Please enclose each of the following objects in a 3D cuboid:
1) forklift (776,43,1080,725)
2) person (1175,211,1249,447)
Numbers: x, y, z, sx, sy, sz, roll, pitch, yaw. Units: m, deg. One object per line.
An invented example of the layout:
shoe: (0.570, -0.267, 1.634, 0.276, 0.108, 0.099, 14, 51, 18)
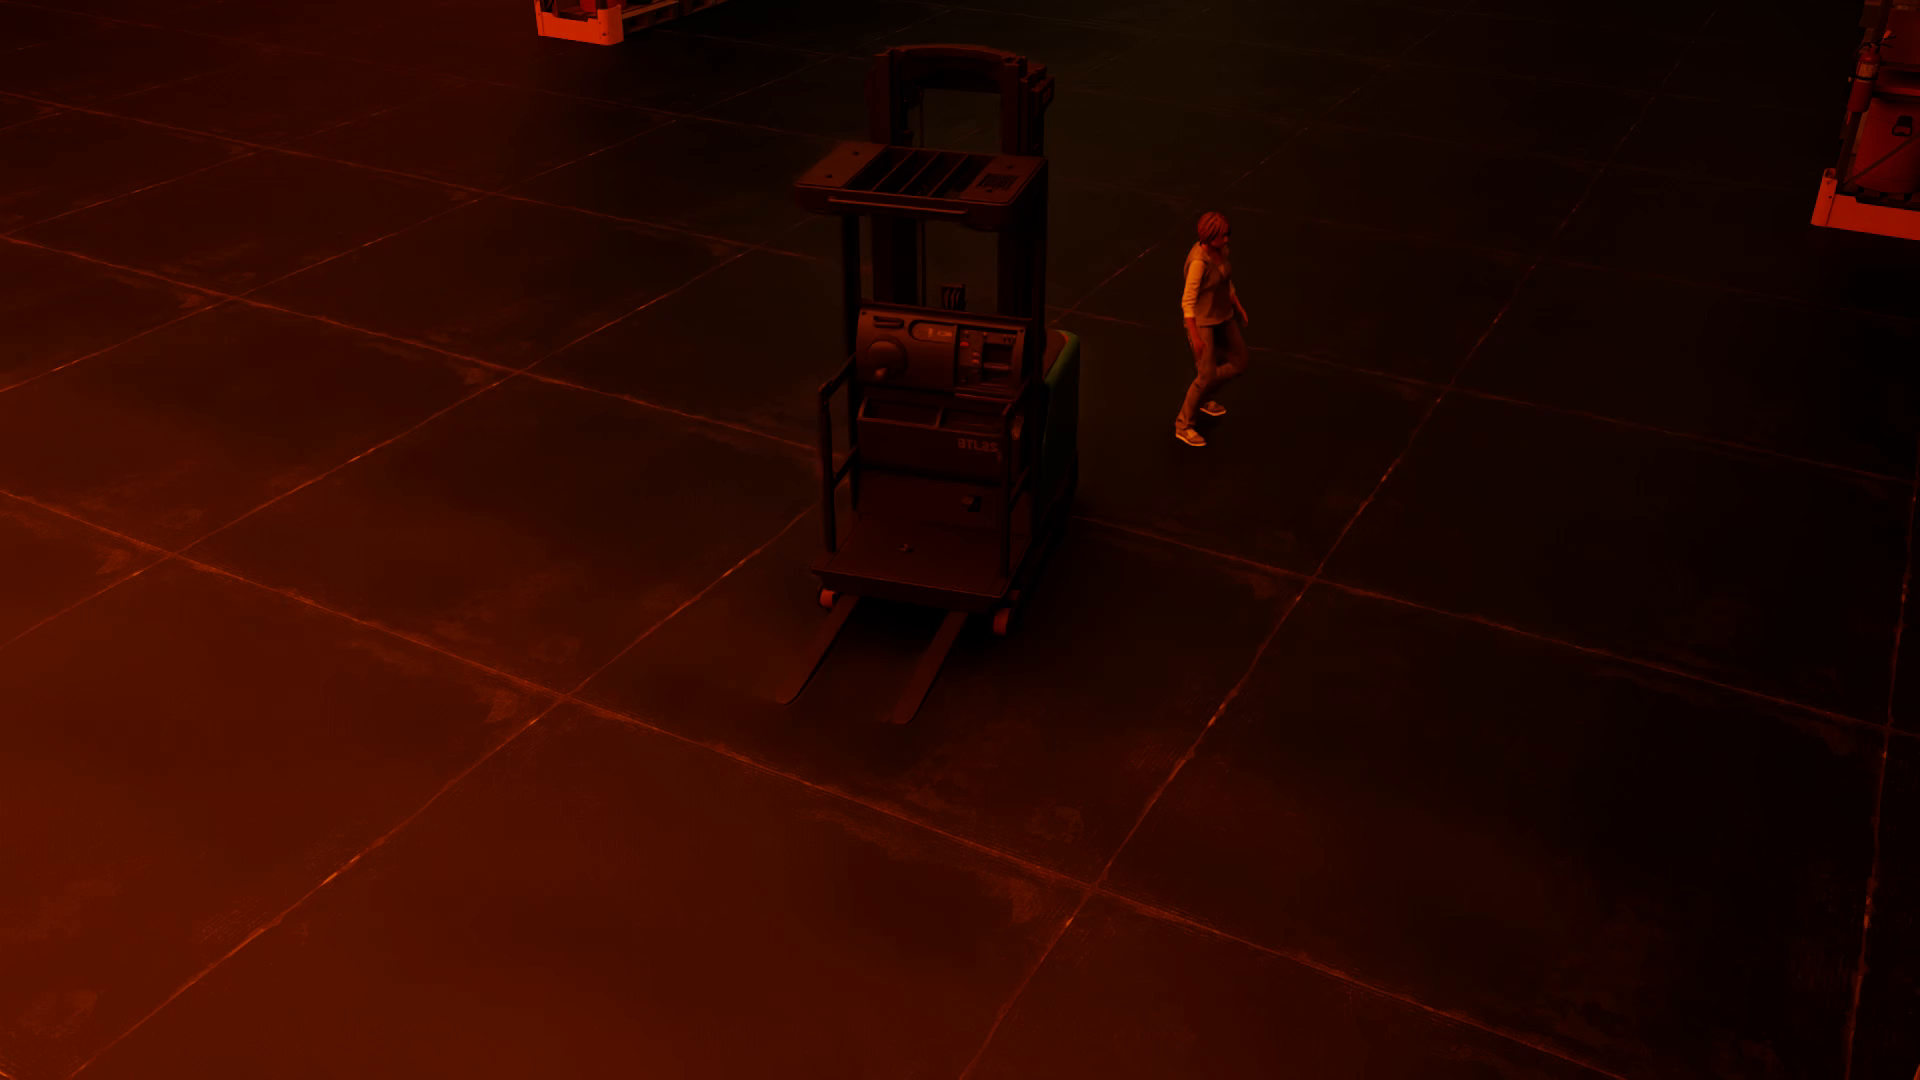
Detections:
forklift: (-0.163, -0.959, 8.732, 1.130, 2.935, 3.031, 8, 31, 14)
person: (1.636, -1.415, 10.934, 0.409, 1.508, 0.600, 24, 38, 35)
